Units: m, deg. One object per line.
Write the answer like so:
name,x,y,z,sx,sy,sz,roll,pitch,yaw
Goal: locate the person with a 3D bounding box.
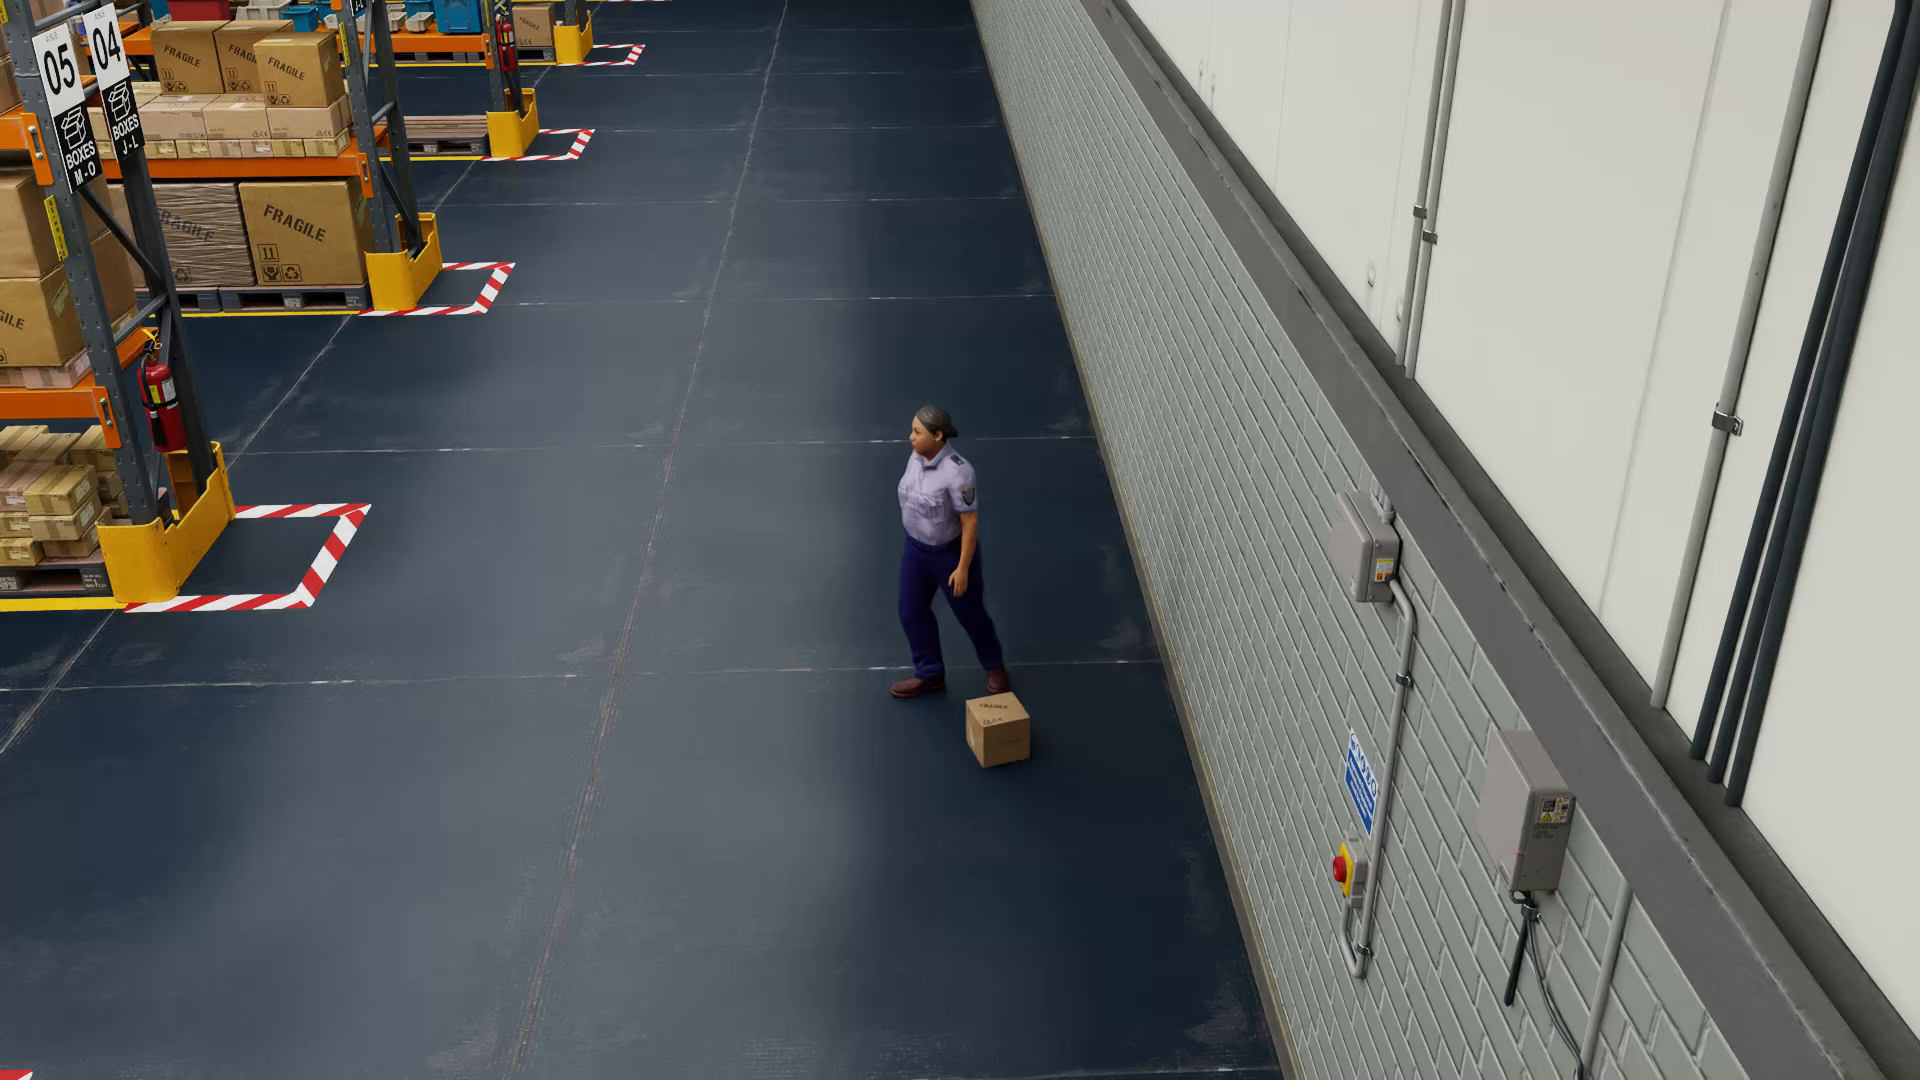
person,-0.049,0.059,8.535,0.603,1.636,0.554,-22,35,-36
